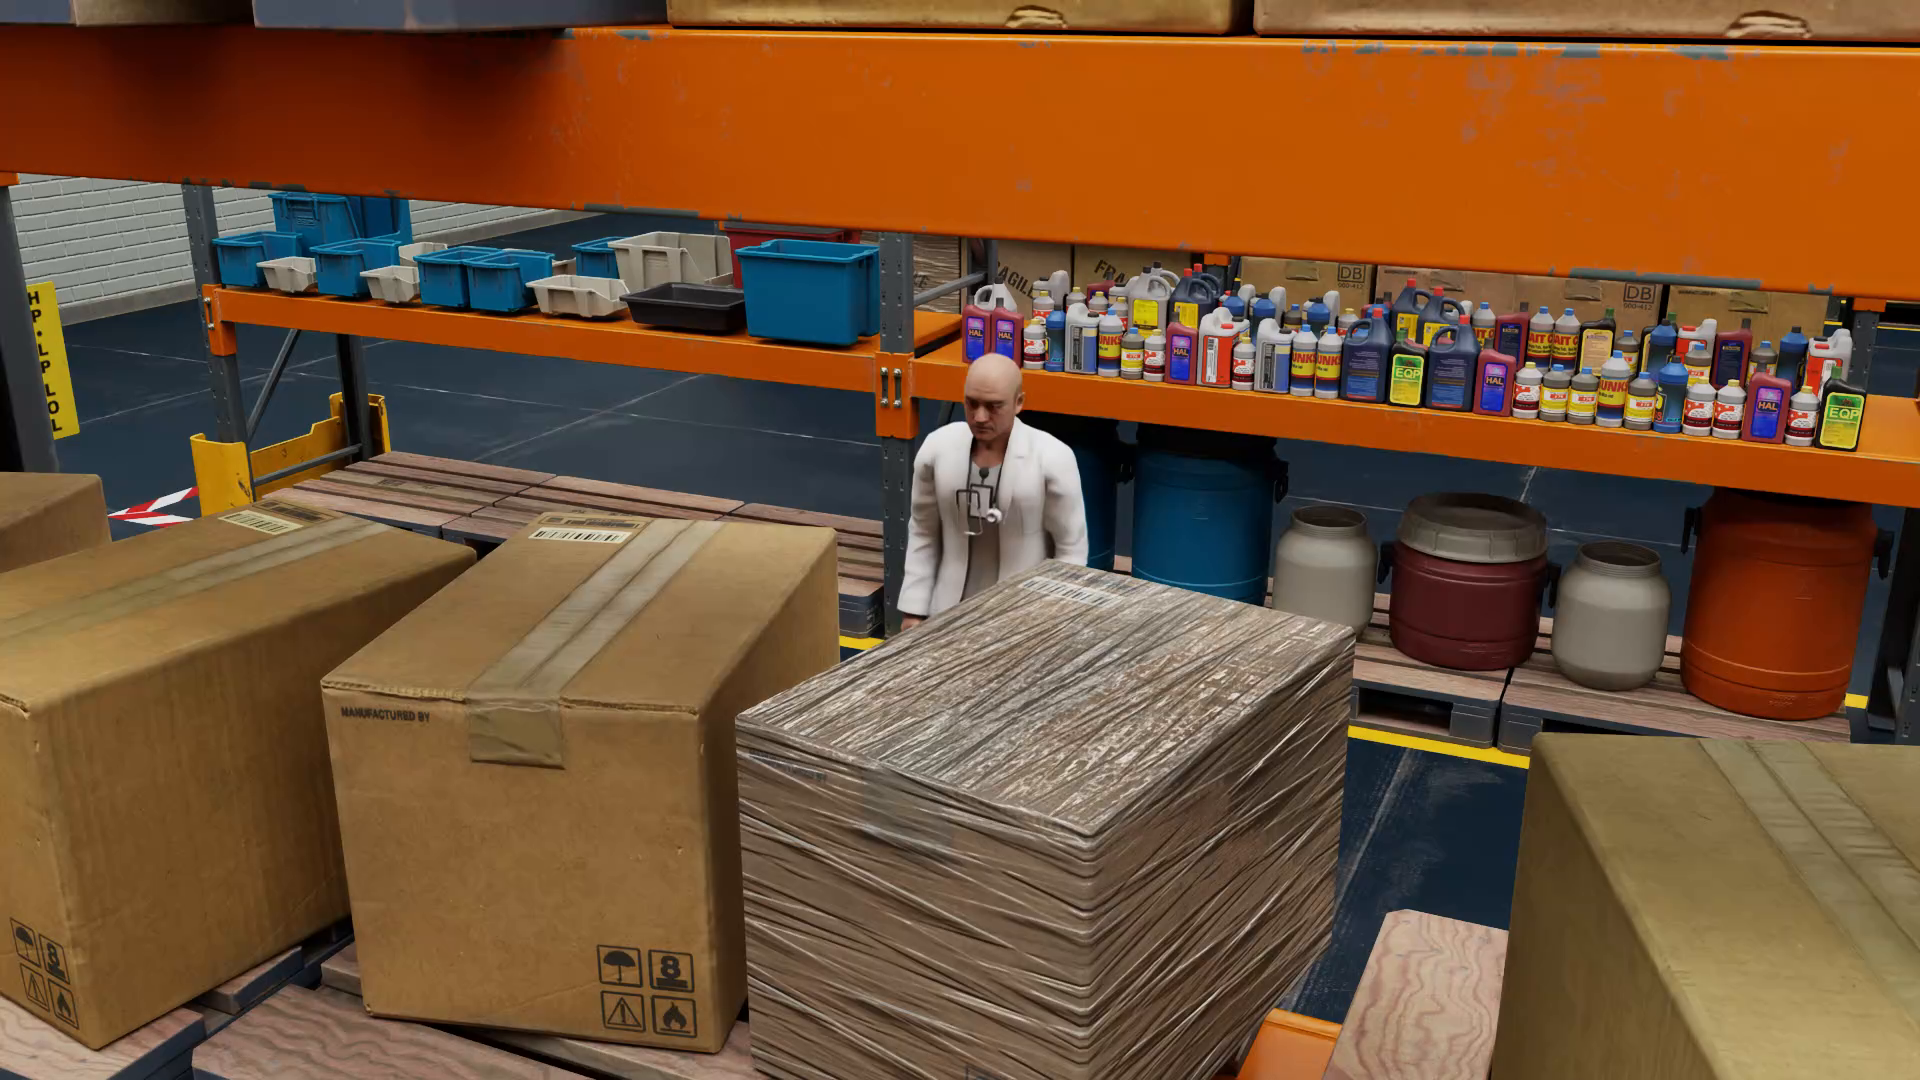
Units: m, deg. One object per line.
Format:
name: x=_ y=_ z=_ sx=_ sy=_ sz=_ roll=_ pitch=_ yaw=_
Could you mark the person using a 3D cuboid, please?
person: x=0.094 y=0.274 z=5.277 sx=0.606 sy=1.775 sz=0.425 roll=8 pitch=20 yaw=21
